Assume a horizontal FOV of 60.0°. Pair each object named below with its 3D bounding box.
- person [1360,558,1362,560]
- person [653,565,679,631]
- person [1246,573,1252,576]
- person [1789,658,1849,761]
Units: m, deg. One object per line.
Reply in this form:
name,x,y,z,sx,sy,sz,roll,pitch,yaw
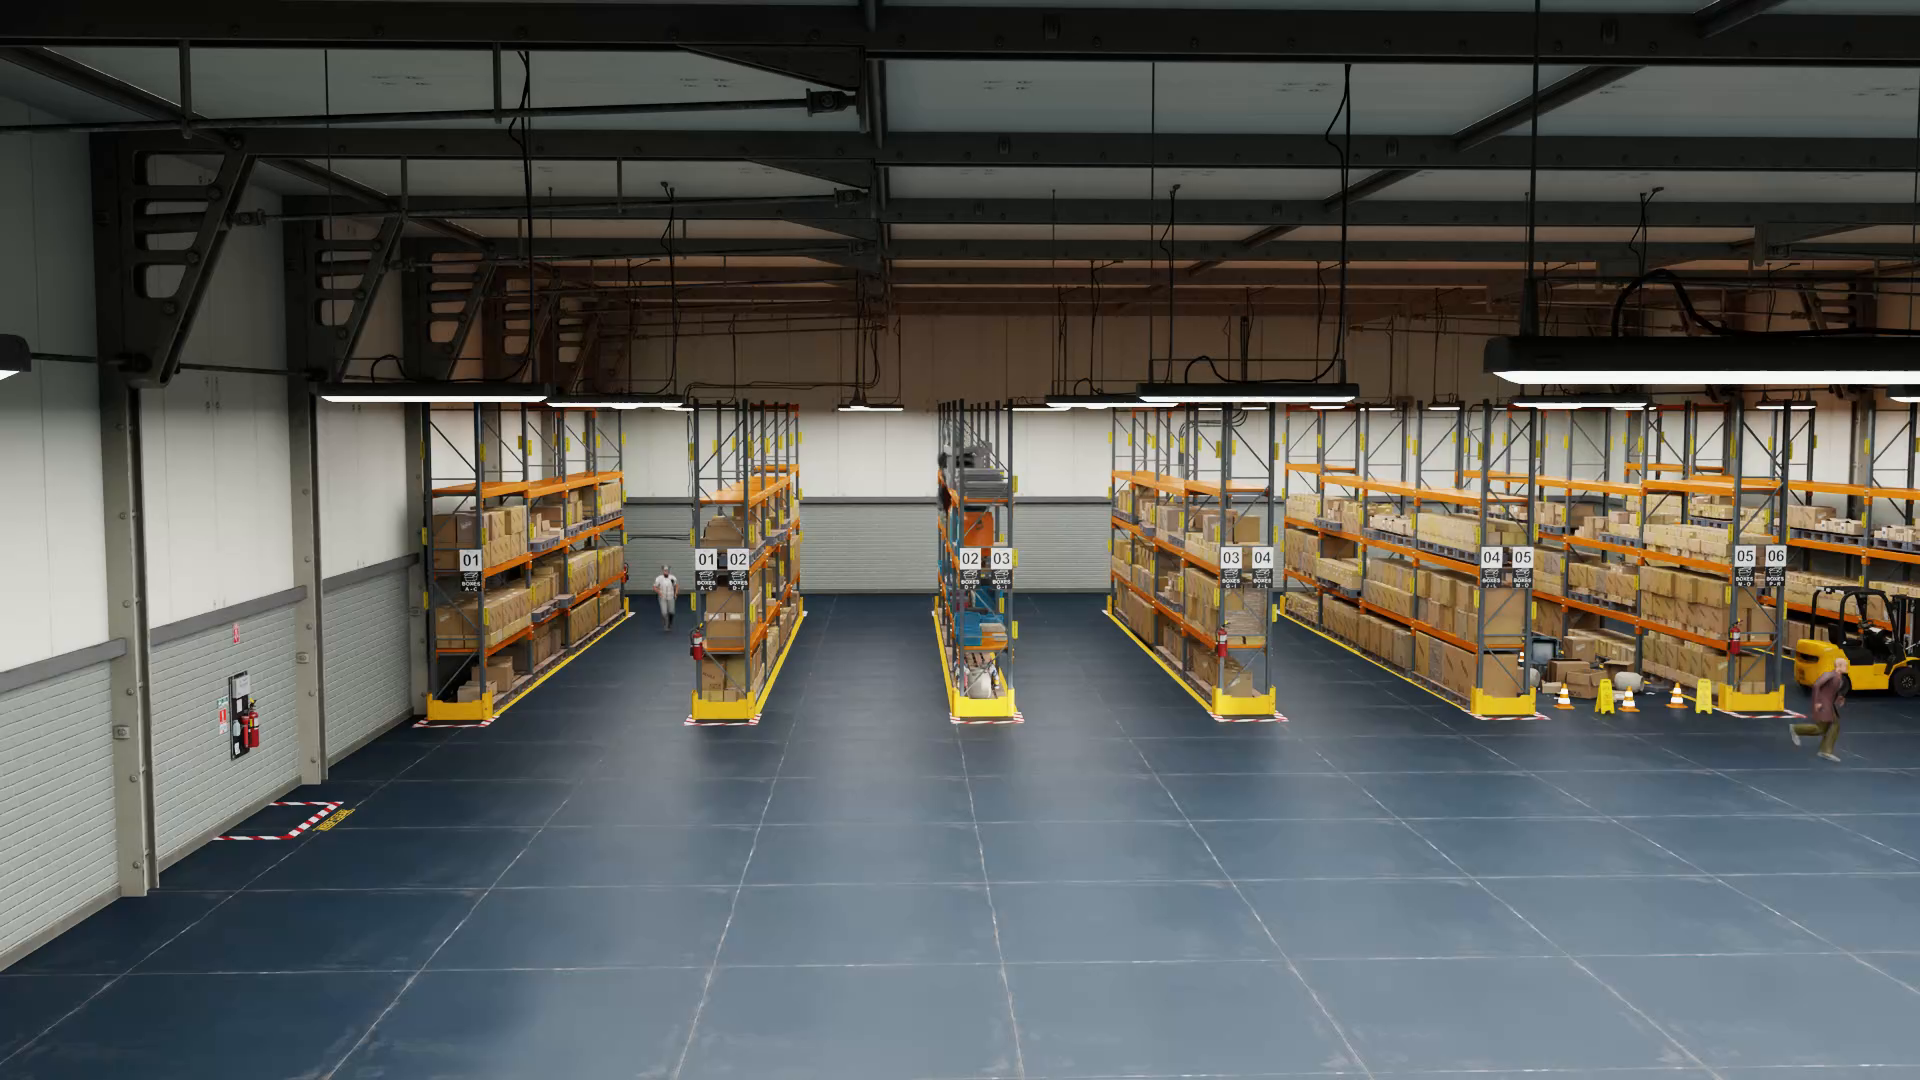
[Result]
person,11.910,1.094,49.958,0.836,1.711,0.587,-2,5,-27
person,-7.728,1.529,43.777,0.667,1.749,0.577,-1,4,-14
person,8.161,1.363,45.870,0.691,1.782,0.930,0,4,-5
person,14.319,2.839,27.728,0.882,1.622,0.712,4,6,44
